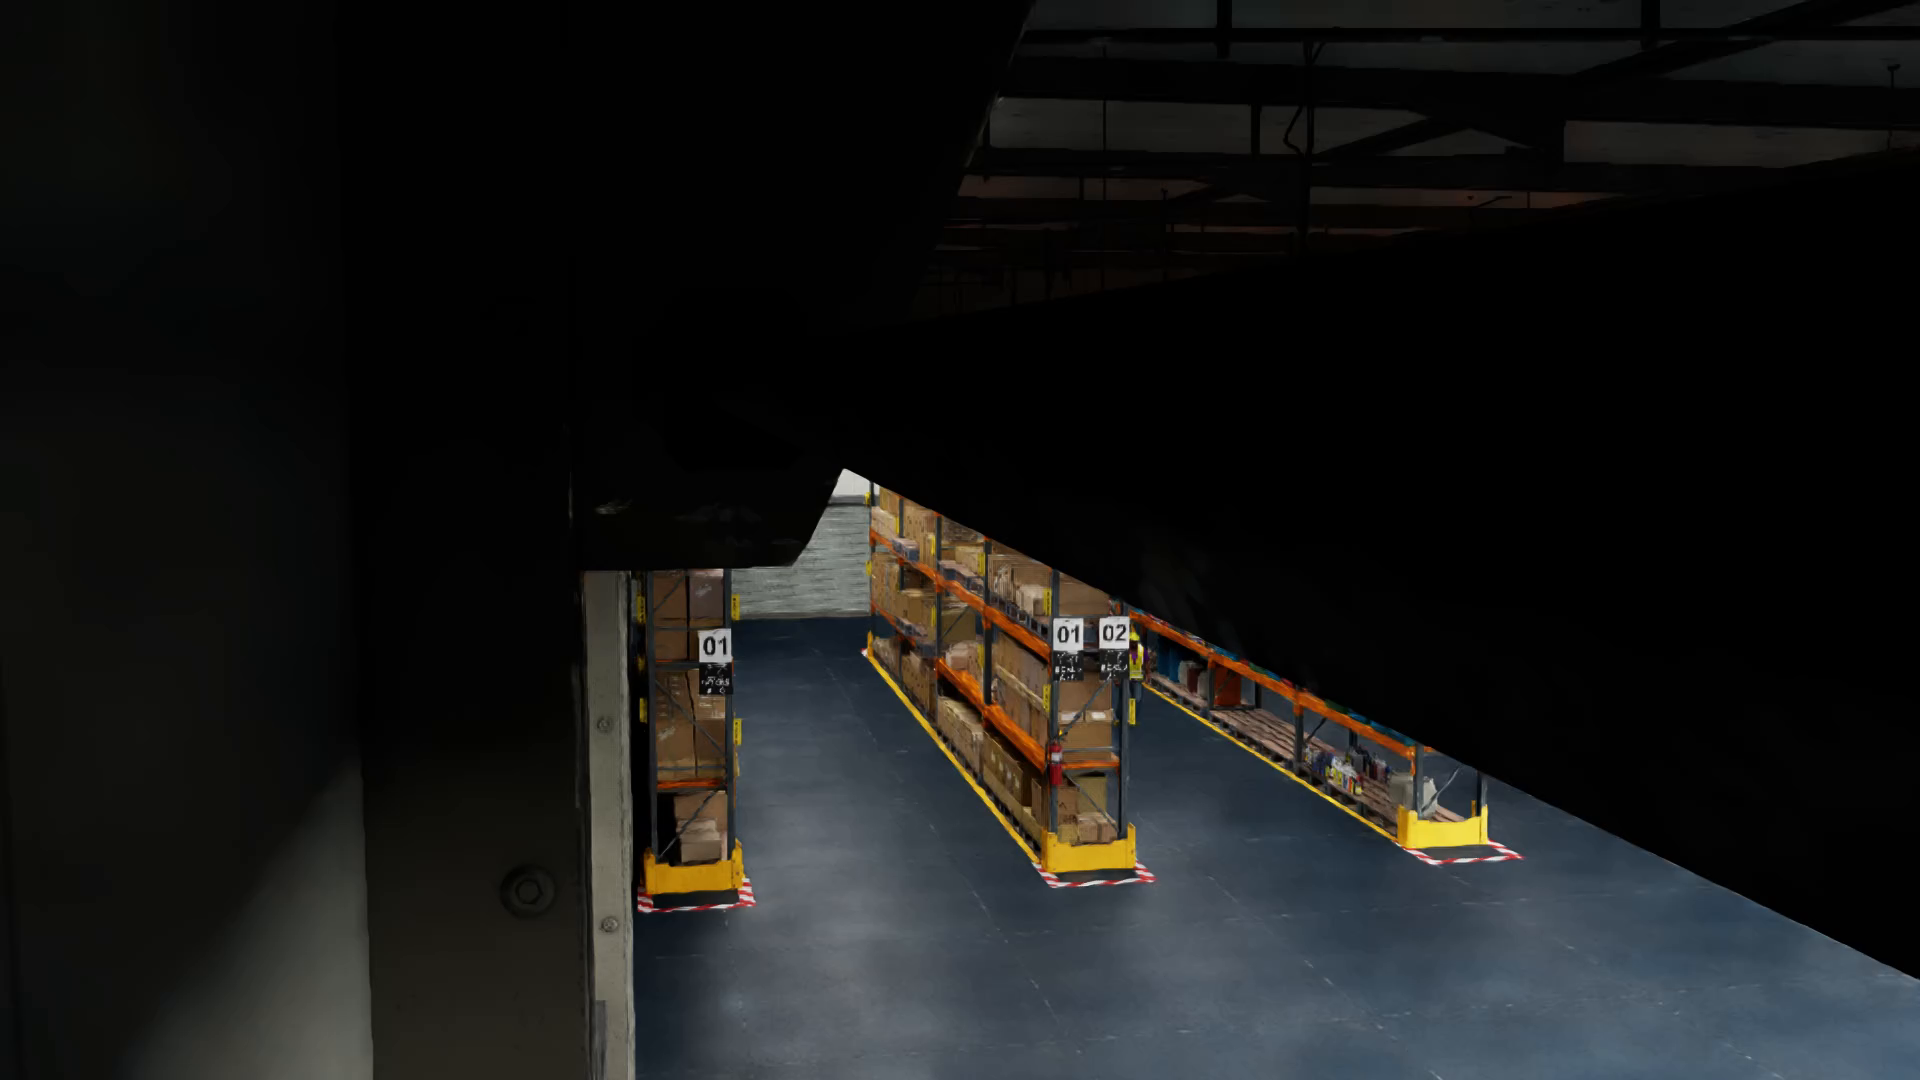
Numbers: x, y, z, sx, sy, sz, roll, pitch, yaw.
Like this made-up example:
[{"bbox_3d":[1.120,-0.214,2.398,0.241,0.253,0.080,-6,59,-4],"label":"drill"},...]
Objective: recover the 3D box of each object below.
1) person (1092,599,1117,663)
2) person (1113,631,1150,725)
[{"bbox_3d":[3.025,1.814,35.099,0.596,1.737,0.992,1,6,9],"label":"person"},{"bbox_3d":[2.994,2.437,29.232,0.719,1.714,0.578,-1,6,-13],"label":"person"}]
